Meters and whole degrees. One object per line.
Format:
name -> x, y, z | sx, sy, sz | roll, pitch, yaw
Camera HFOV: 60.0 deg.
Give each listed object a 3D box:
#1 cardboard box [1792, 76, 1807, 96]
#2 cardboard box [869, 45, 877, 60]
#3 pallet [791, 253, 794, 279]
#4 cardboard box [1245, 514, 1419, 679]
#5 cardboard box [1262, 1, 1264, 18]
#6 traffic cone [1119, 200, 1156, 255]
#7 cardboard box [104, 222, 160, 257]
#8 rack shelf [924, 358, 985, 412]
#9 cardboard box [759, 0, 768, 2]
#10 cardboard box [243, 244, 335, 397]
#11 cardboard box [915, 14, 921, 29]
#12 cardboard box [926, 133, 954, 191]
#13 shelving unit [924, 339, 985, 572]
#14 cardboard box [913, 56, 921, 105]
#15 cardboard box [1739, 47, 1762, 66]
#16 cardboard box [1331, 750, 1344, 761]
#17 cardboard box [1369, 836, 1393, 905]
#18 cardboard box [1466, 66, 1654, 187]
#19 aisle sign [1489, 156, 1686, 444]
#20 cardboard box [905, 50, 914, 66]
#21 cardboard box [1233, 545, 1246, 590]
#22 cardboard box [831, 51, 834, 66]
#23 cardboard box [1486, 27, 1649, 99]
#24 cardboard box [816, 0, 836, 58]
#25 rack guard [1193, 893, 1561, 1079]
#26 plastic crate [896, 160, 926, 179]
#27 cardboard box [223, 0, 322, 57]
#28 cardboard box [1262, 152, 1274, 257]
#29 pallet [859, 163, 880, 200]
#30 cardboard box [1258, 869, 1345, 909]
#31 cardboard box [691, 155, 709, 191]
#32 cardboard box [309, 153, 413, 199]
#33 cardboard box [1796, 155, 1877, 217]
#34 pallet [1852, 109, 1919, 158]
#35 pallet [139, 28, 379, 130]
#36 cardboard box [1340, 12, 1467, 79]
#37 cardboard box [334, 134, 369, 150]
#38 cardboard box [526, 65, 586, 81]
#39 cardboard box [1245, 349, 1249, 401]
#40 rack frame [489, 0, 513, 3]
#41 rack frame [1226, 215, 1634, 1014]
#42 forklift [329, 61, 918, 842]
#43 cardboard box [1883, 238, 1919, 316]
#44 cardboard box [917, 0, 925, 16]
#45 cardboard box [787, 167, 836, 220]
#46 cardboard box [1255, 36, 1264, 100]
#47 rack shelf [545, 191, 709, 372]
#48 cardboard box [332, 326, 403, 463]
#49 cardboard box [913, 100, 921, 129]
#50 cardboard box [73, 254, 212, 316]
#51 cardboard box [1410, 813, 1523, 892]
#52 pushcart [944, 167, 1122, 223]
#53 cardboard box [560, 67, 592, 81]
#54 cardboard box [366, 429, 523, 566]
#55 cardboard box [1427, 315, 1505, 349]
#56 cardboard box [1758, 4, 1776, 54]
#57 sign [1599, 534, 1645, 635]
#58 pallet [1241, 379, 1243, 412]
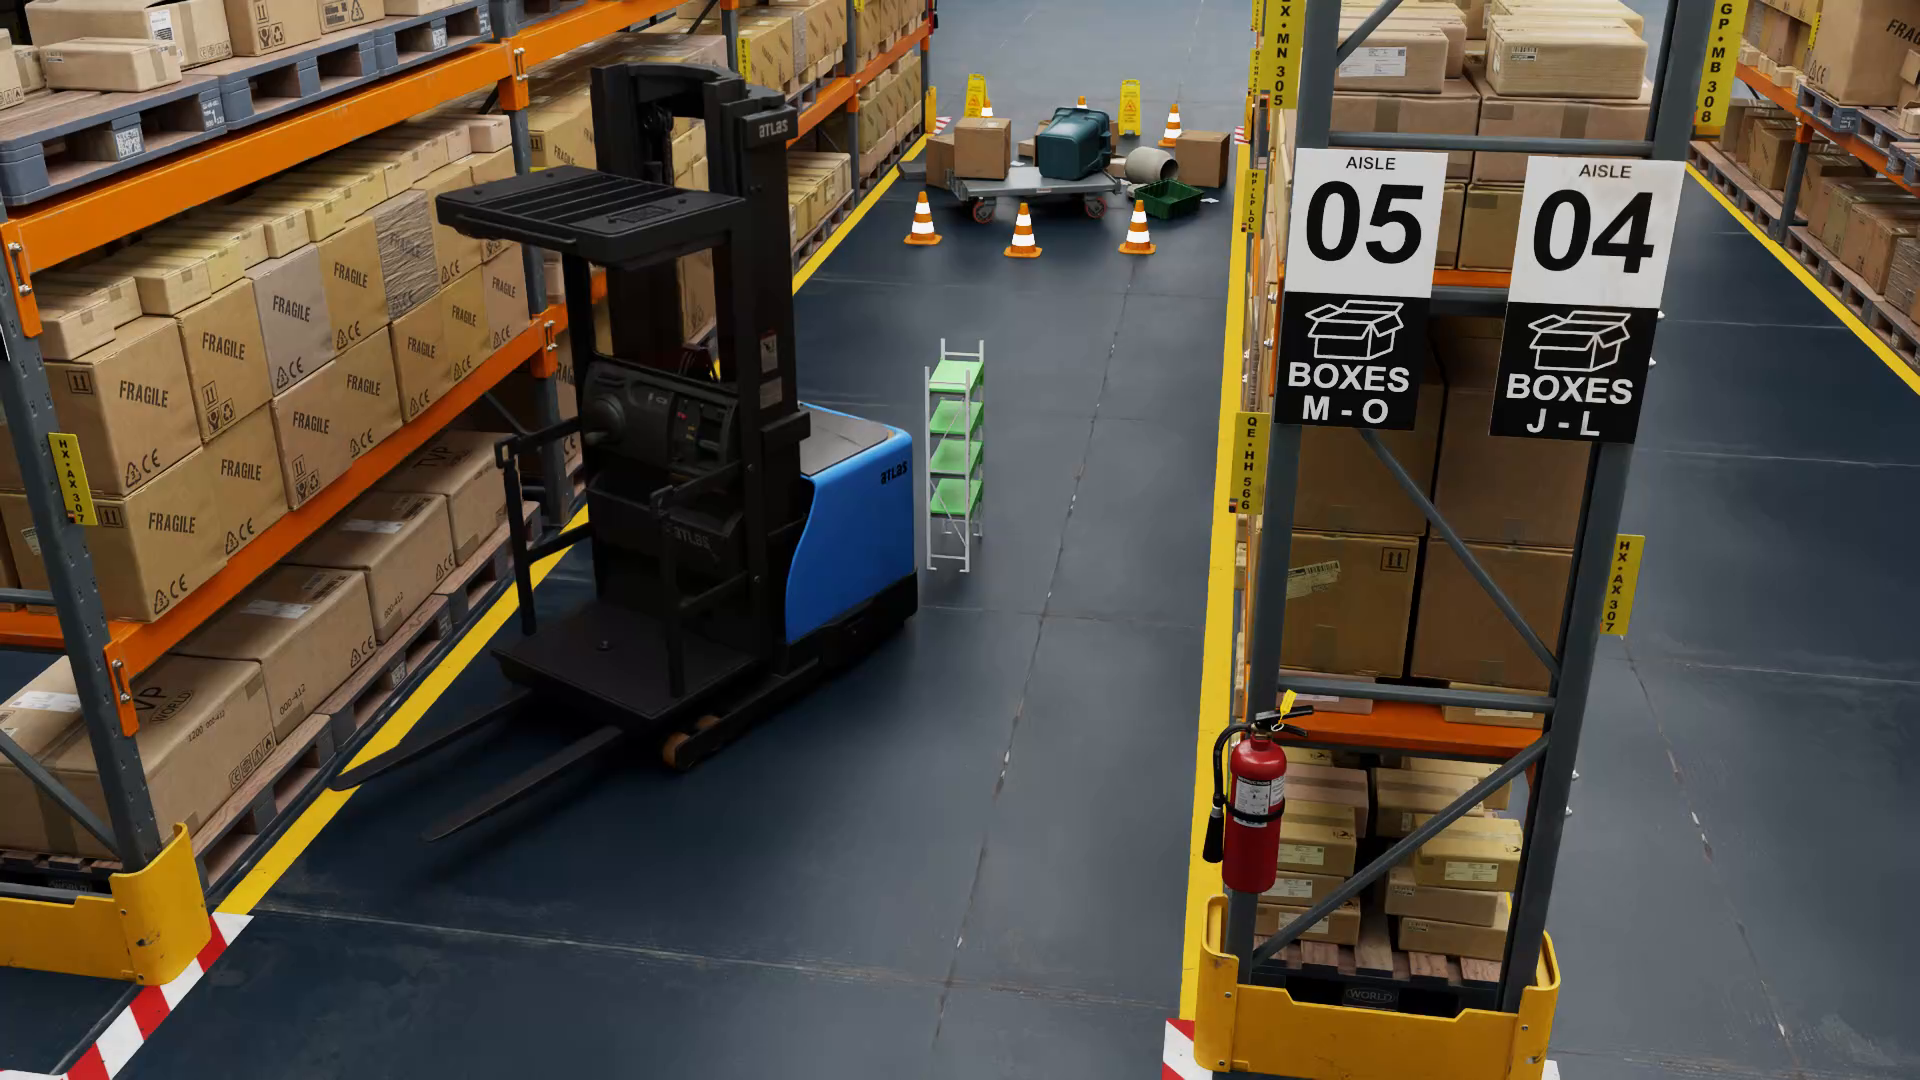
cardboard box -> 8.039, -4.246, 15.579 | 0.380, 0.149, 0.250 | 4, 25, 9
cardboard box -> -1.087, -5.151, 17.513 | 0.380, 0.149, 0.250 | 5, 26, 10
pallet -> -2.057, -2.223, 14.250 | 1.003, 0.211, 1.213 | 4, 25, 9
cardboard box -> 1.226, 0.102, 5.526 | 0.500, 0.500, 0.500 | 5, 25, 10
cardboard box -> 3.437, -5.478, 16.465 | 0.875, 0.550, 0.550 | 4, 25, 9
traffic cone -> 1.658, -2.926, 15.456 | 0.336, 0.463, 0.334 | 4, 25, 9
cardboard box -> -3.462, -1.198, 6.708 | 0.380, 0.149, 0.250 | 4, 25, 8
rack shelf -> -0.027, -0.851, 9.171 | 0.258, 0.148, 0.480 | 4, 25, 9
cardboard box -> -1.974, -4.817, 15.538 | 0.500, 0.500, 0.500 | 4, 25, 9
cardboard box -> -2.981, -0.925, 6.890 | 0.500, 0.500, 0.500 | 4, 25, 8
cardboard box -> -0.661, -6.106, 19.554 | 0.380, 0.149, 0.250 | 4, 25, 8
cardboard box -> -0.015, -4.055, 17.820 | 0.500, 0.500, 0.500 | -20, 32, -36
shelving unit -> -0.027, -0.474, 9.348 | 0.258, 1.200, 0.503 | 4, 25, 9
cardboard box -> -0.753, -5.436, 19.689 | 0.500, 0.500, 0.500 | 4, 25, 9
cardboard box -> 8.275, -4.981, 17.150 | 0.380, 0.149, 0.250 | 4, 25, 9
cardboard box -> 1.362, 0.758, 6.758 | 0.380, 0.149, 0.250 | 3, 25, 6
cardboard box -> 1.769, 1.276, 6.352 | 0.380, 0.149, 0.250 | 4, 25, 8
cardboard box -> 1.736, -1.199, 4.823 | 0.500, 0.250, 0.500 | 4, 25, 9
aisle sign -> 1.690, -0.639, 4.510 | 0.394, 0.787, 0.004 | 4, 25, 9
cardboard box -> -0.747, -5.572, 19.214 | 0.380, 0.149, 0.250 | 5, 26, 10
cardboard box -> 1.640, 0.157, 8.744 | 0.380, 0.149, 0.250 | 5, 26, 10
cardboard box -> -1.405, -4.565, 15.765 | 0.380, 0.149, 0.250 | 3, 25, 7
cardboard box -> 1.684, -1.330, 4.631 | 0.380, 0.149, 0.250 | 4, 25, 8
cardboard box -> -1.462, -4.786, 15.472 | 0.500, 0.500, 0.500 | 4, 25, 9
rack guard -> 1.418, 1.588, 5.768 | 1.175, 0.500, 0.348 | 4, 25, 9
plastic crate -> -0.467, -4.110, 18.435 | 0.402, 0.080, 0.583 | -5, 25, -10
cardboard box -> -3.017, -2.285, 6.825 | 0.500, 0.500, 0.500 | 4, 25, 9
cardboard box -> 1.746, -1.647, 8.081 | 0.500, 0.500, 0.500 | 5, 25, 10
pallet -> -1.458, -3.852, 17.731 | 1.003, 0.211, 1.213 | 4, 25, 9
cardboard box -> 1.211, 1.213, 6.136 | 0.380, 0.149, 0.250 | 3, 25, 7
cardboard box -> -2.081, -2.647, 12.044 | 0.500, 0.250, 0.500 | 4, 25, 9
cardboard box -> -2.806, -1.707, 7.795 | 0.380, 0.149, 0.250 | 4, 25, 8
cardboard box -> 8.349, -3.368, 15.860 | 0.500, 0.500, 0.500 | 3, 25, 7
pallet -> 7.873, -3.216, 13.309 | 1.003, 0.211, 1.213 | 4, 25, 9
pallet -> -3.186, -1.954, 6.953 | 1.003, 0.211, 1.213 | 4, 25, 9
cardboard box -> 1.286, -1.467, 4.925 | 0.380, 0.149, 0.250 | 4, 25, 9
cardboard box -> -3.174, -1.946, 8.306 | 0.380, 0.149, 0.250 | 4, 25, 8
cardboard box -> -2.766, -2.834, 10.968 | 0.500, 0.500, 0.500 | 4, 25, 9
cardboard box -> 1.932, -0.912, 9.729 | 0.500, 0.250, 0.500 | 3, 25, 7
rack frame -> -2.840, -4.203, 8.115 | 1.000, 3.000, 0.127 | 4, 25, 9
rack frame -> 1.406, 0.487, 5.170 | 1.000, 3.000, 0.127 | 4, 25, 9
forklift -> -1.499, -0.521, 7.405 | 1.130, 2.935, 3.031 | 17, 30, 32
cardboard box -> 7.758, -2.054, 13.030 | 0.700, 0.500, 0.500 | 2, 25, 4
cardboard box -> -0.696, -6.439, 19.499 | 0.500, 0.500, 0.500 | 4, 25, 8
cardboard box -> -1.730, -3.312, 15.891 | 0.950, 0.372, 0.625 | 6, 26, 12
cardboard box -> 3.016, -4.375, 15.441 | 0.500, 0.500, 0.500 | 4, 25, 9
rack shelf -> -2.513, -1.997, 11.326 | 1.077, 0.370, 4.000 | 4, 25, 9
cardboard box -> -2.911, -0.675, 7.536 | 0.500, 0.500, 0.500 | 5, 26, 10
cardboard box -> -0.750, -5.083, 19.819 | 0.500, 0.250, 0.500 | 4, 25, 8
cardboard box -> -3.035, -0.950, 6.178 | 0.380, 0.149, 0.250 | 5, 26, 10
cardboard box -> 1.827, 1.123, 5.977 | 0.380, 0.149, 0.250 | 3, 25, 6
pushcart -> 0.725, -3.507, 16.798 | 1.648, 0.377, 0.936 | -5, 25, -10
cardboard box -> -2.266, -2.789, 10.874 | 0.500, 0.500, 0.500 | 4, 25, 8
cardboard box -> -3.049, -0.261, 9.296 | 0.875, 0.438, 0.875 | 4, 25, 8
cardboard box -> 1.817, -0.526, 5.688 | 0.500, 0.500, 0.500 | 5, 26, 10
cardboard box -> 8.600, -5.138, 16.721 | 0.875, 0.500, 0.500 | 4, 25, 9
sign -> 1.941, 0.133, 4.907 | 0.100, 0.325, 0.005 | 4, 25, 9
pallet -> 2.383, -0.760, 11.125 | 1.003, 0.211, 1.213 | 4, 25, 9
